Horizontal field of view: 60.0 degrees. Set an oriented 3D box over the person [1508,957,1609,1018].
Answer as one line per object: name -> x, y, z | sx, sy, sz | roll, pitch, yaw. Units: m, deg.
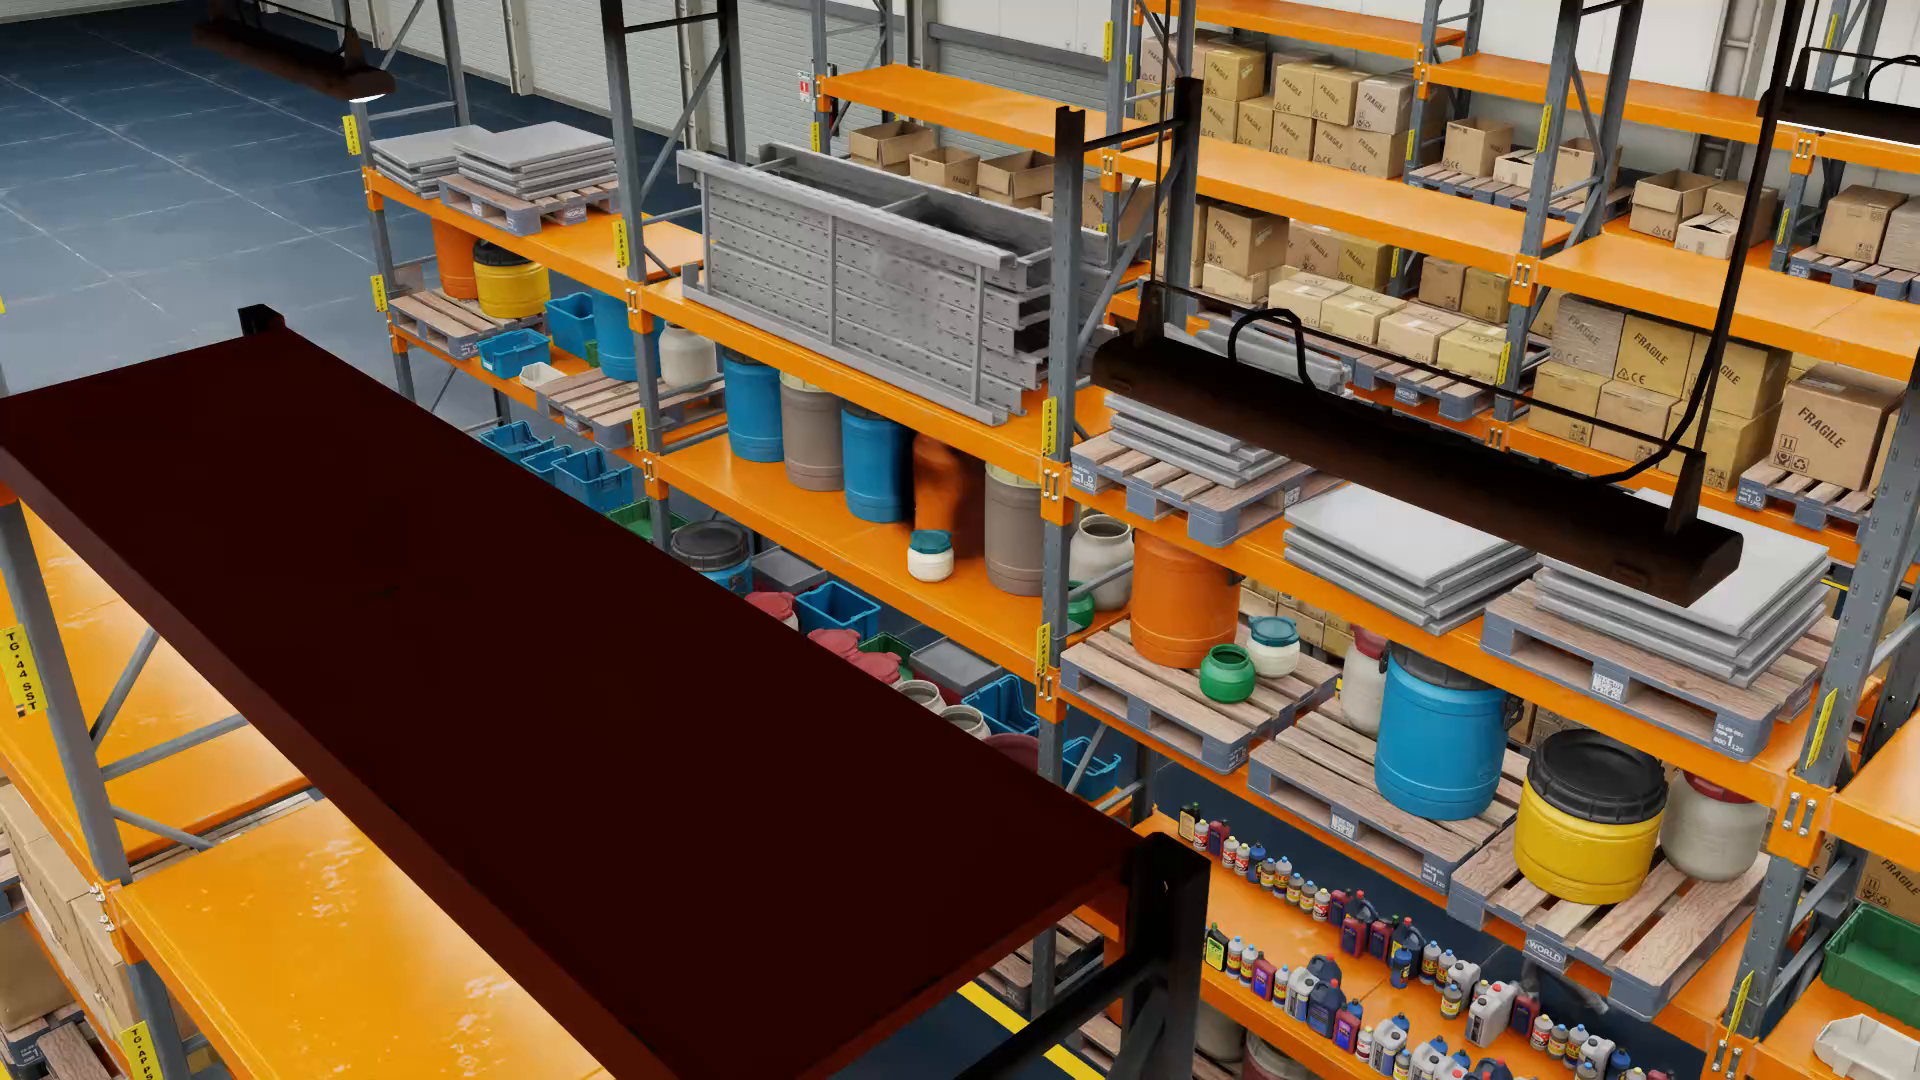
person -> 3.840, 2.393, 10.658 | 0.820, 1.700, 0.689 | -7, 29, -14
